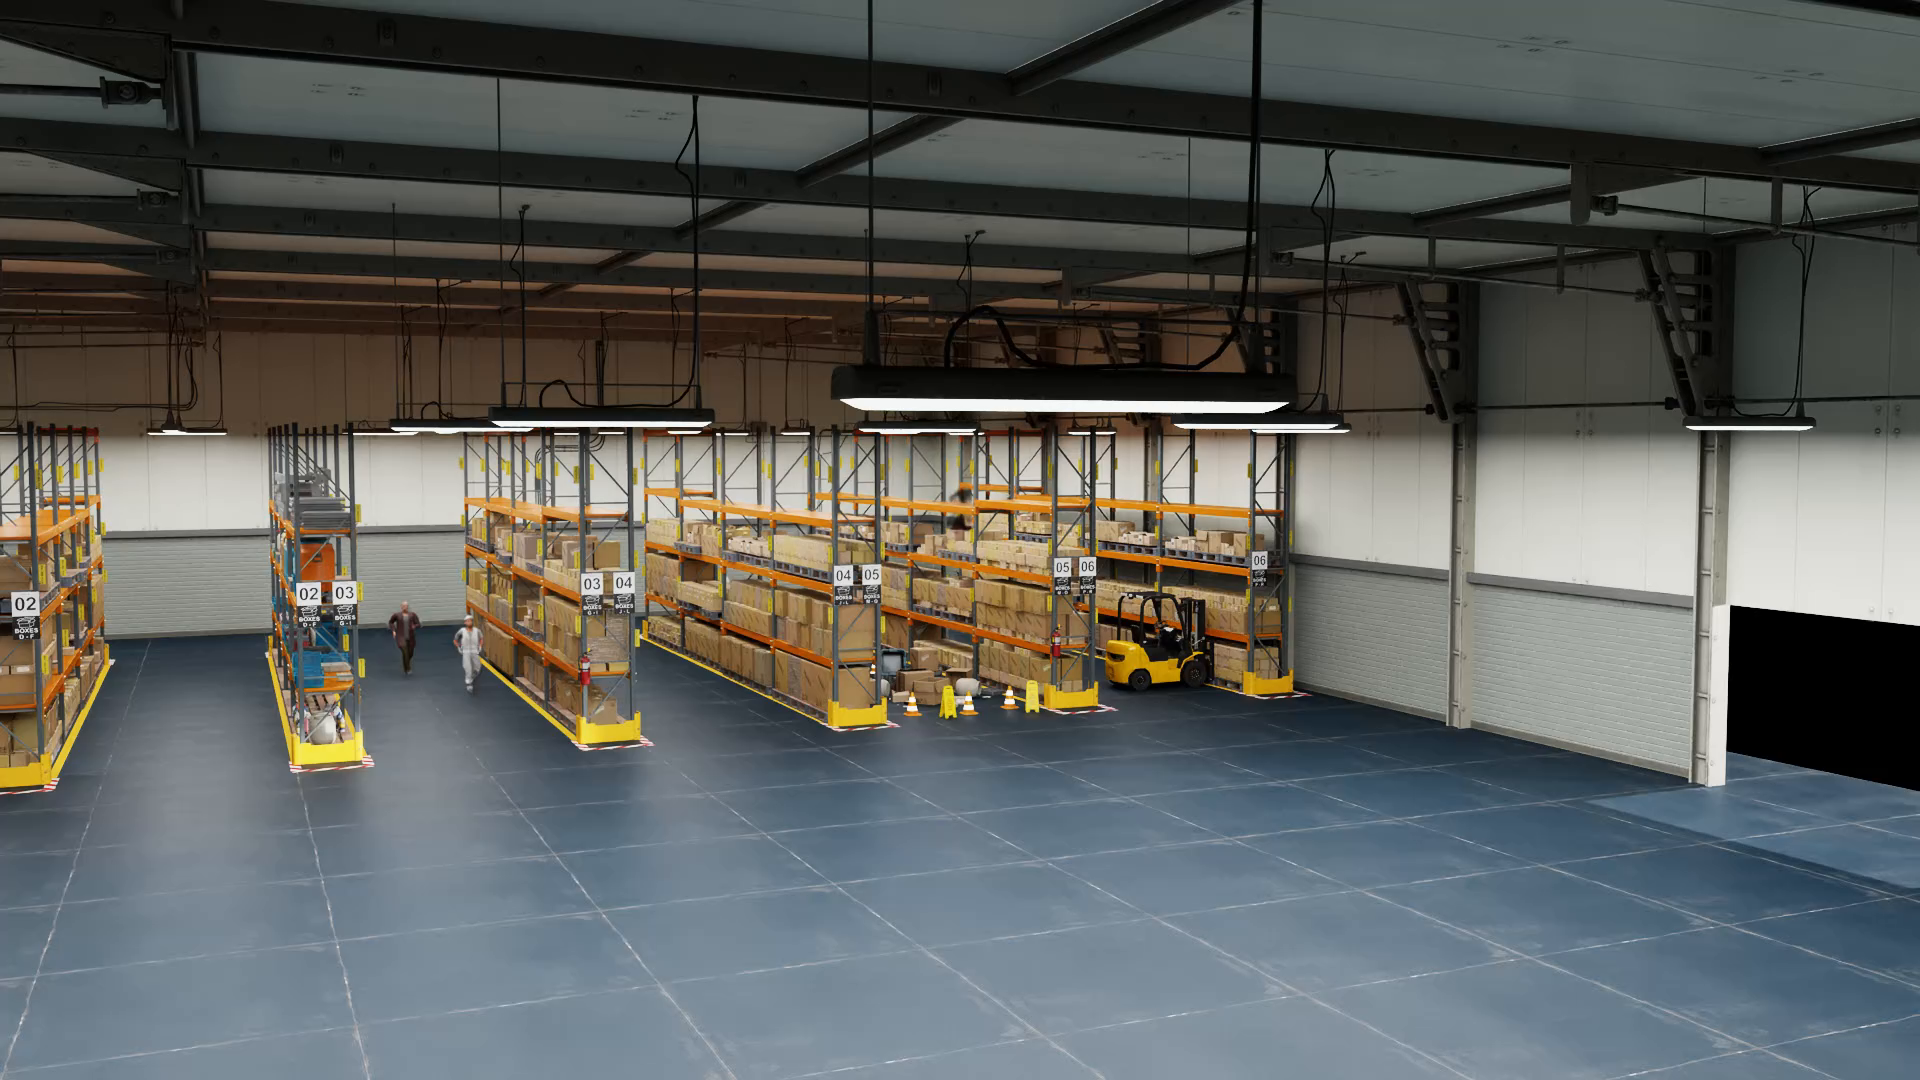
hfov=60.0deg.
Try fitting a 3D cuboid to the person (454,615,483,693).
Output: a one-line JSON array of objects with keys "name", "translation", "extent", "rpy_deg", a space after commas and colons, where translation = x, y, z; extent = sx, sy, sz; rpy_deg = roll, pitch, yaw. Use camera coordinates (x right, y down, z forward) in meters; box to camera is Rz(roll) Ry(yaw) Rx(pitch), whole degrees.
[{"name": "person", "translation": [-11.060, 2.564, 37.482], "extent": [0.655, 1.738, 0.631], "rpy_deg": [-2, 4, -27]}]

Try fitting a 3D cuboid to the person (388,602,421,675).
[{"name": "person", "translation": [-13.446, 2.367, 40.304], "extent": [0.709, 1.756, 0.955], "rpy_deg": [-2, 4, -31]}]

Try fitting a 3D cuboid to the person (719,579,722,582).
[{"name": "person", "translation": [-6.883, 1.922, 48.067], "extent": [0.711, 1.769, 0.794], "rpy_deg": [-1, 4, -20]}]
